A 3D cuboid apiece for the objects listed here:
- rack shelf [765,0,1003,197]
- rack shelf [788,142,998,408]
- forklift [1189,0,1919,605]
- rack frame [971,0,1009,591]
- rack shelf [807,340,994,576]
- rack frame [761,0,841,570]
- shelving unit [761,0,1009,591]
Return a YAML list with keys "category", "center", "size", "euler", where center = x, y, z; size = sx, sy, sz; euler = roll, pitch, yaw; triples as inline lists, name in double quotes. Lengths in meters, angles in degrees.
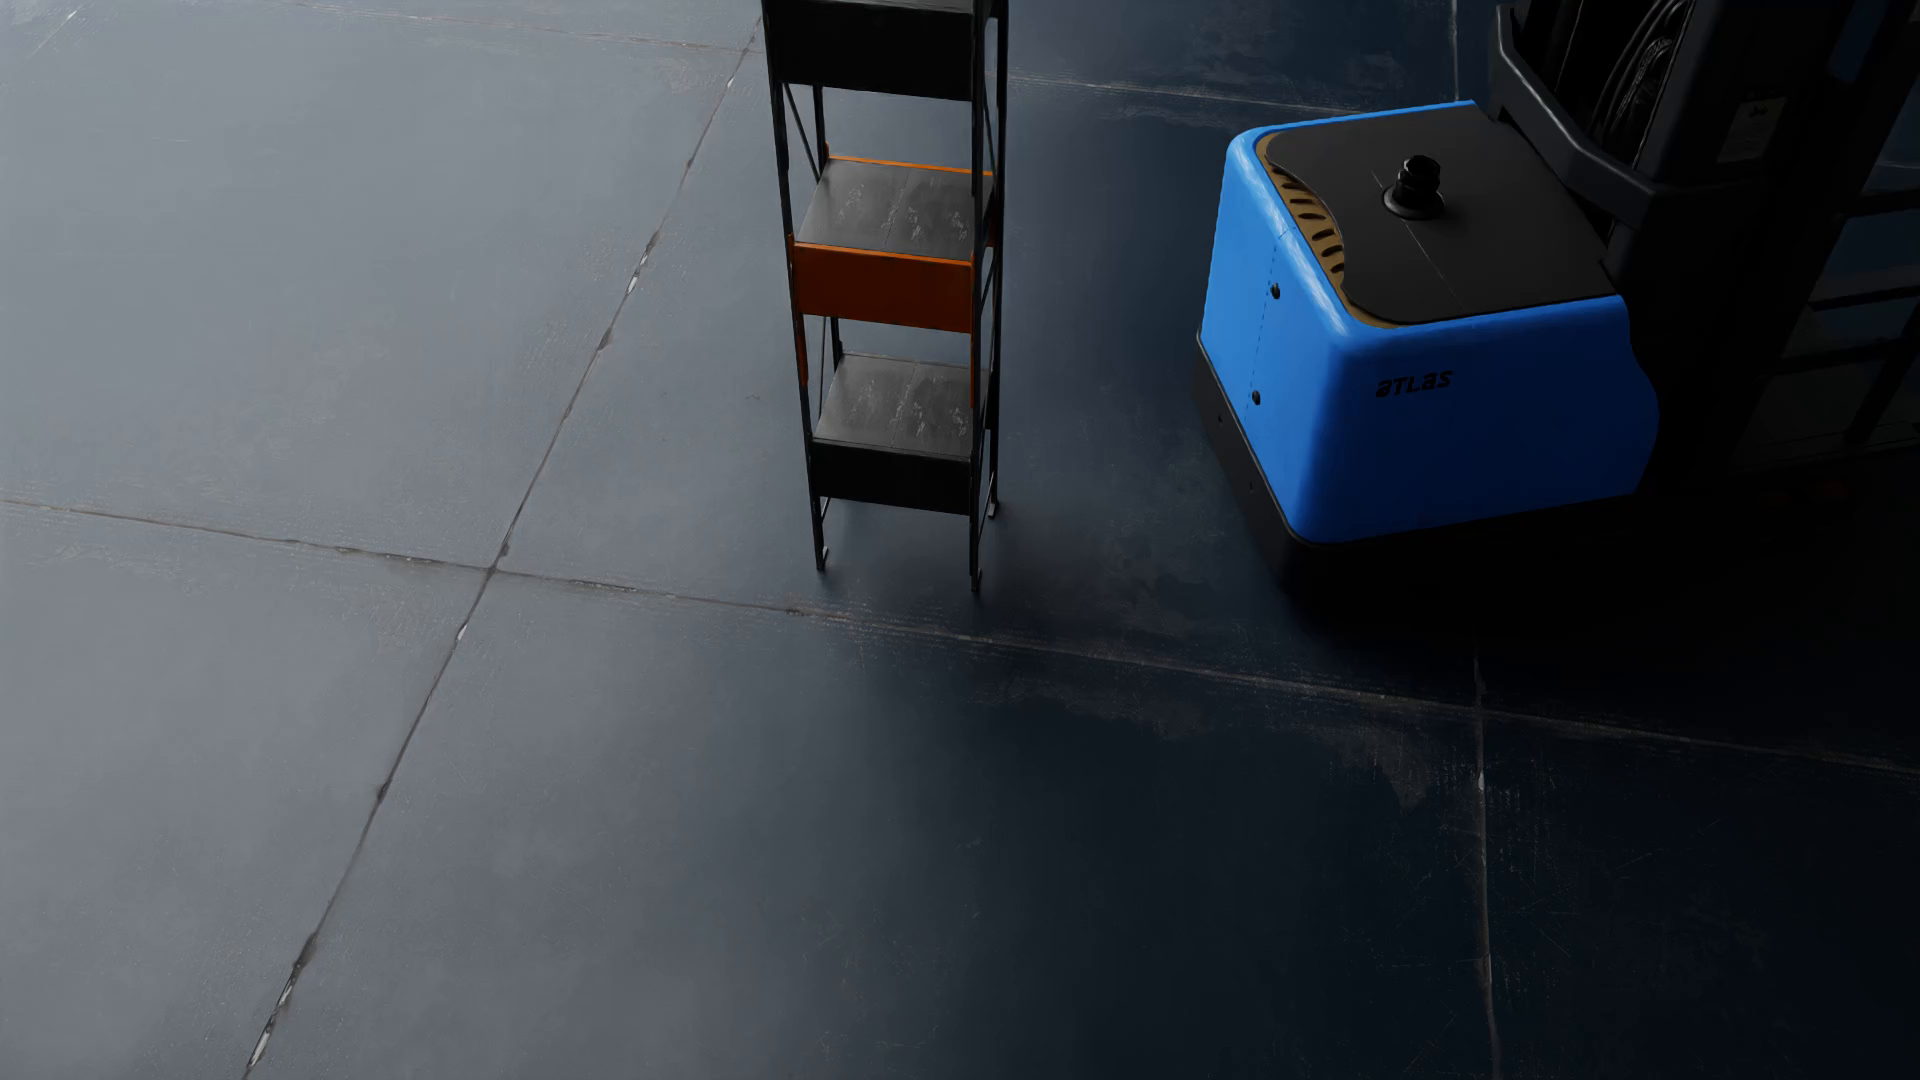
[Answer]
- category: "rack shelf"
  center: [-0.163, -1.182, 3.978]
  size: [0.480, 0.518, 0.431]
  euler: [8, 49, 7]
- category: "rack shelf"
  center: [-0.163, -0.715, 4.499]
  size: [0.480, 0.518, 0.431]
  euler: [8, 49, 7]
- category: "forklift"
  center: [2.344, -1.354, 4.496]
  size: [3.031, 2.935, 1.130]
  euler: [-9, 49, -8]
- category: "rack frame"
  center: [0.077, -0.691, 4.460]
  size: [0.015, 2.100, 0.400]
  euler: [8, 49, 7]
- category: "rack shelf"
  center: [-0.163, -0.247, 5.019]
  size: [0.480, 0.518, 0.431]
  euler: [8, 49, 7]
- category: "rack frame"
  center: [-0.403, -0.756, 4.518]
  size: [0.015, 2.100, 0.400]
  euler: [8, 49, 7]
- category: "shelving unit"
  center: [-0.163, -0.724, 4.489]
  size: [0.503, 2.100, 0.431]
  euler: [8, 49, 7]
